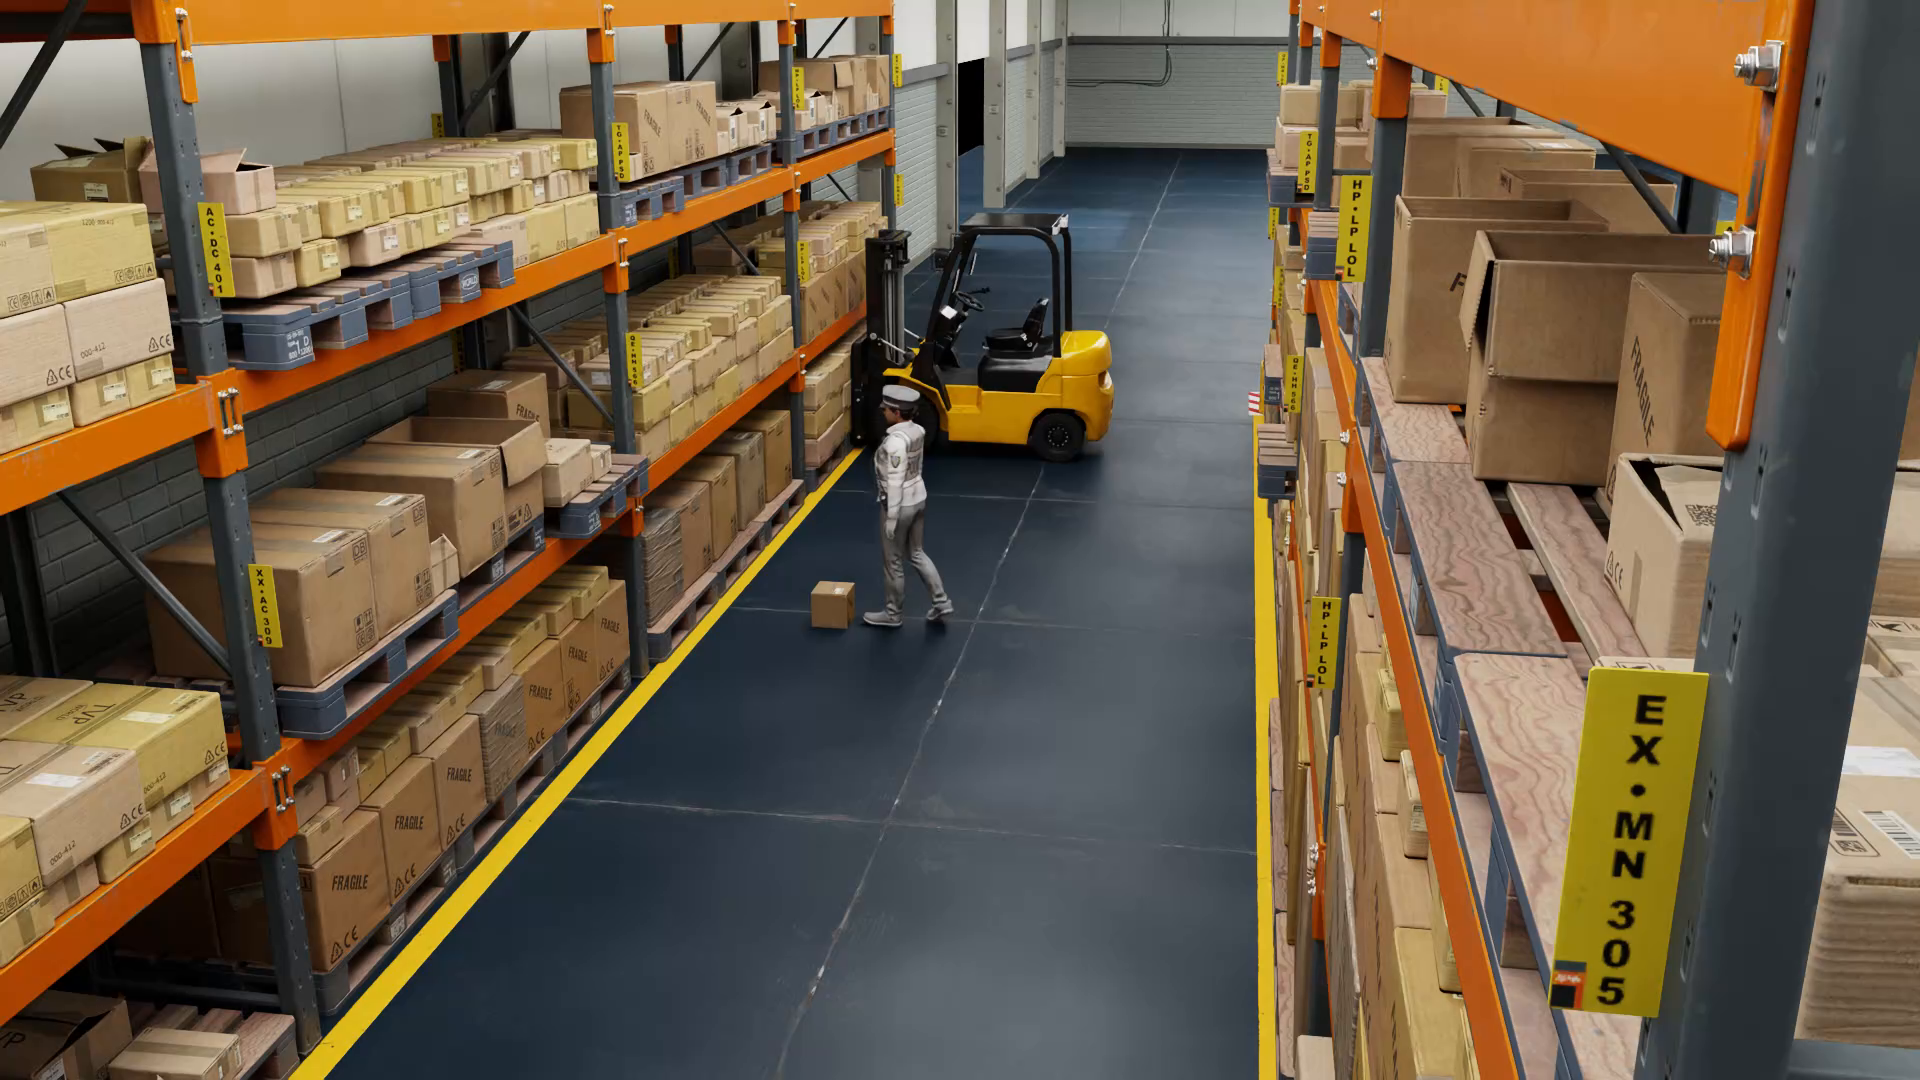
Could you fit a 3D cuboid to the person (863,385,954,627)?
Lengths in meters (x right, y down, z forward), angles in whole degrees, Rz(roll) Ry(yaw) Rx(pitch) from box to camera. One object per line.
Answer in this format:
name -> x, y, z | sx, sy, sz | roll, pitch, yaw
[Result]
person -> -0.360, -0.212, 11.145 | 0.628, 1.668, 0.500 | 8, 20, 23
